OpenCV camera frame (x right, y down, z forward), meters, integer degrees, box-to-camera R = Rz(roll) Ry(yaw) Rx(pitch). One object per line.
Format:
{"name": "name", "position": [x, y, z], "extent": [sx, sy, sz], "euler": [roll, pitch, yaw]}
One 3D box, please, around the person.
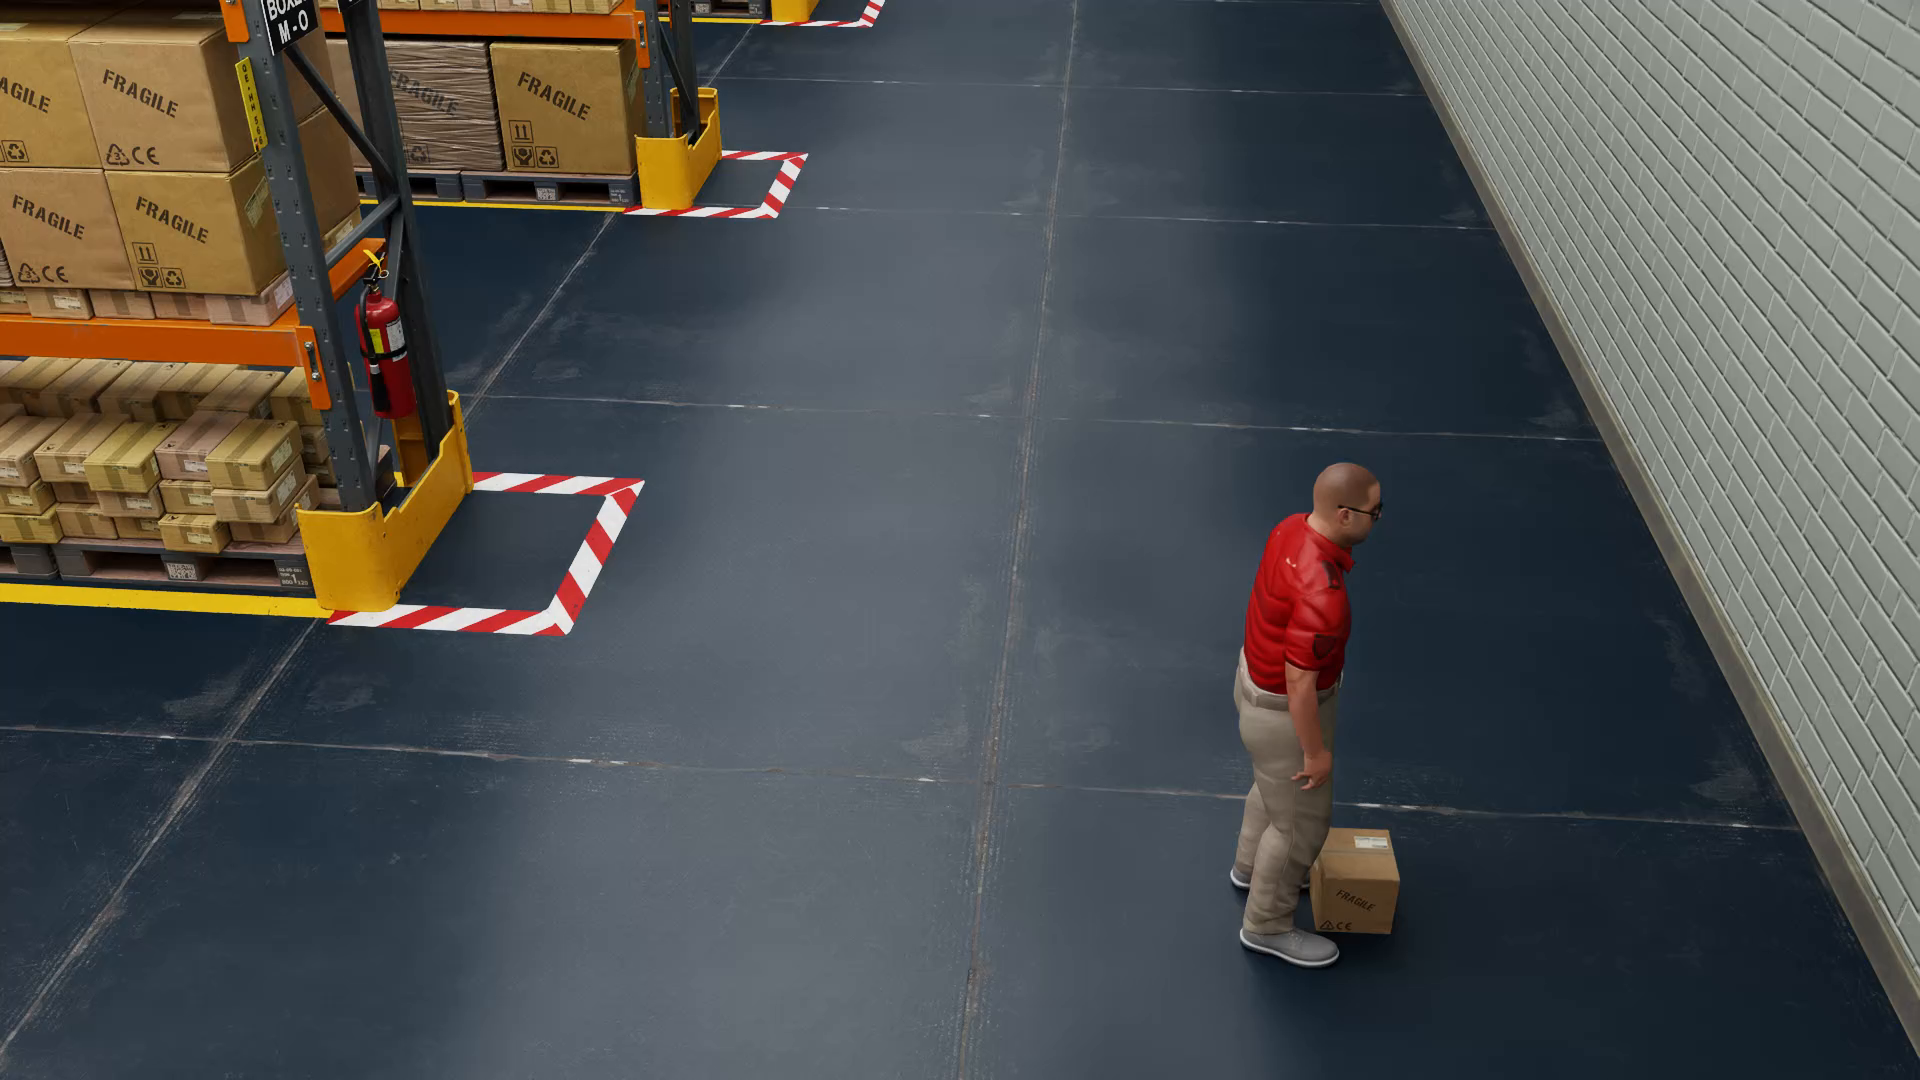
{"name": "person", "position": [1.077, 0.530, 5.294], "extent": [0.391, 1.725, 0.590], "euler": [1, 32, 2]}
